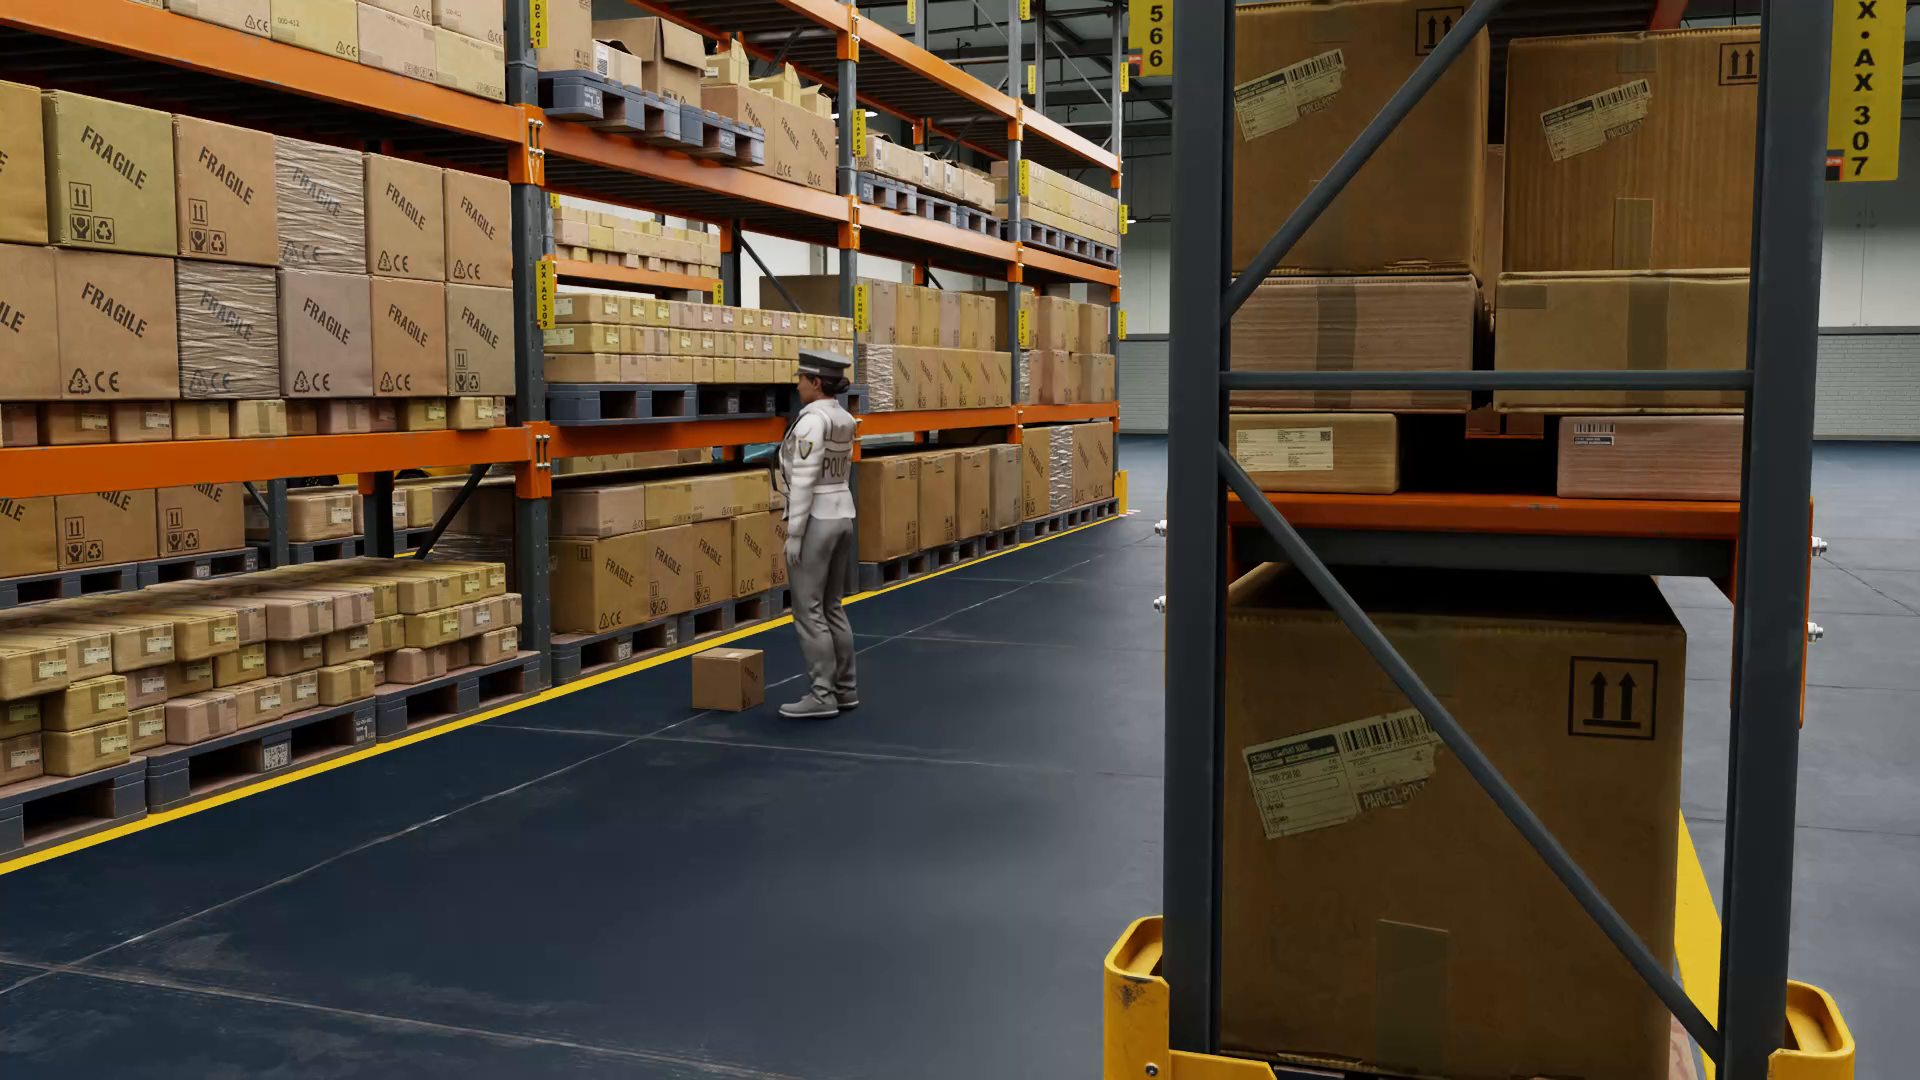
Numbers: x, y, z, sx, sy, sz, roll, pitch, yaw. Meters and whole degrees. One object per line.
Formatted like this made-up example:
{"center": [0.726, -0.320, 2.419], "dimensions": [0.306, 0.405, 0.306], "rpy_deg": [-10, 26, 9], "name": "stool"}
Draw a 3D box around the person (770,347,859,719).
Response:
{"center": [-0.655, -0.037, 7.578], "dimensions": [0.337, 1.677, 0.466], "rpy_deg": [2, 6, 20], "name": "person"}
